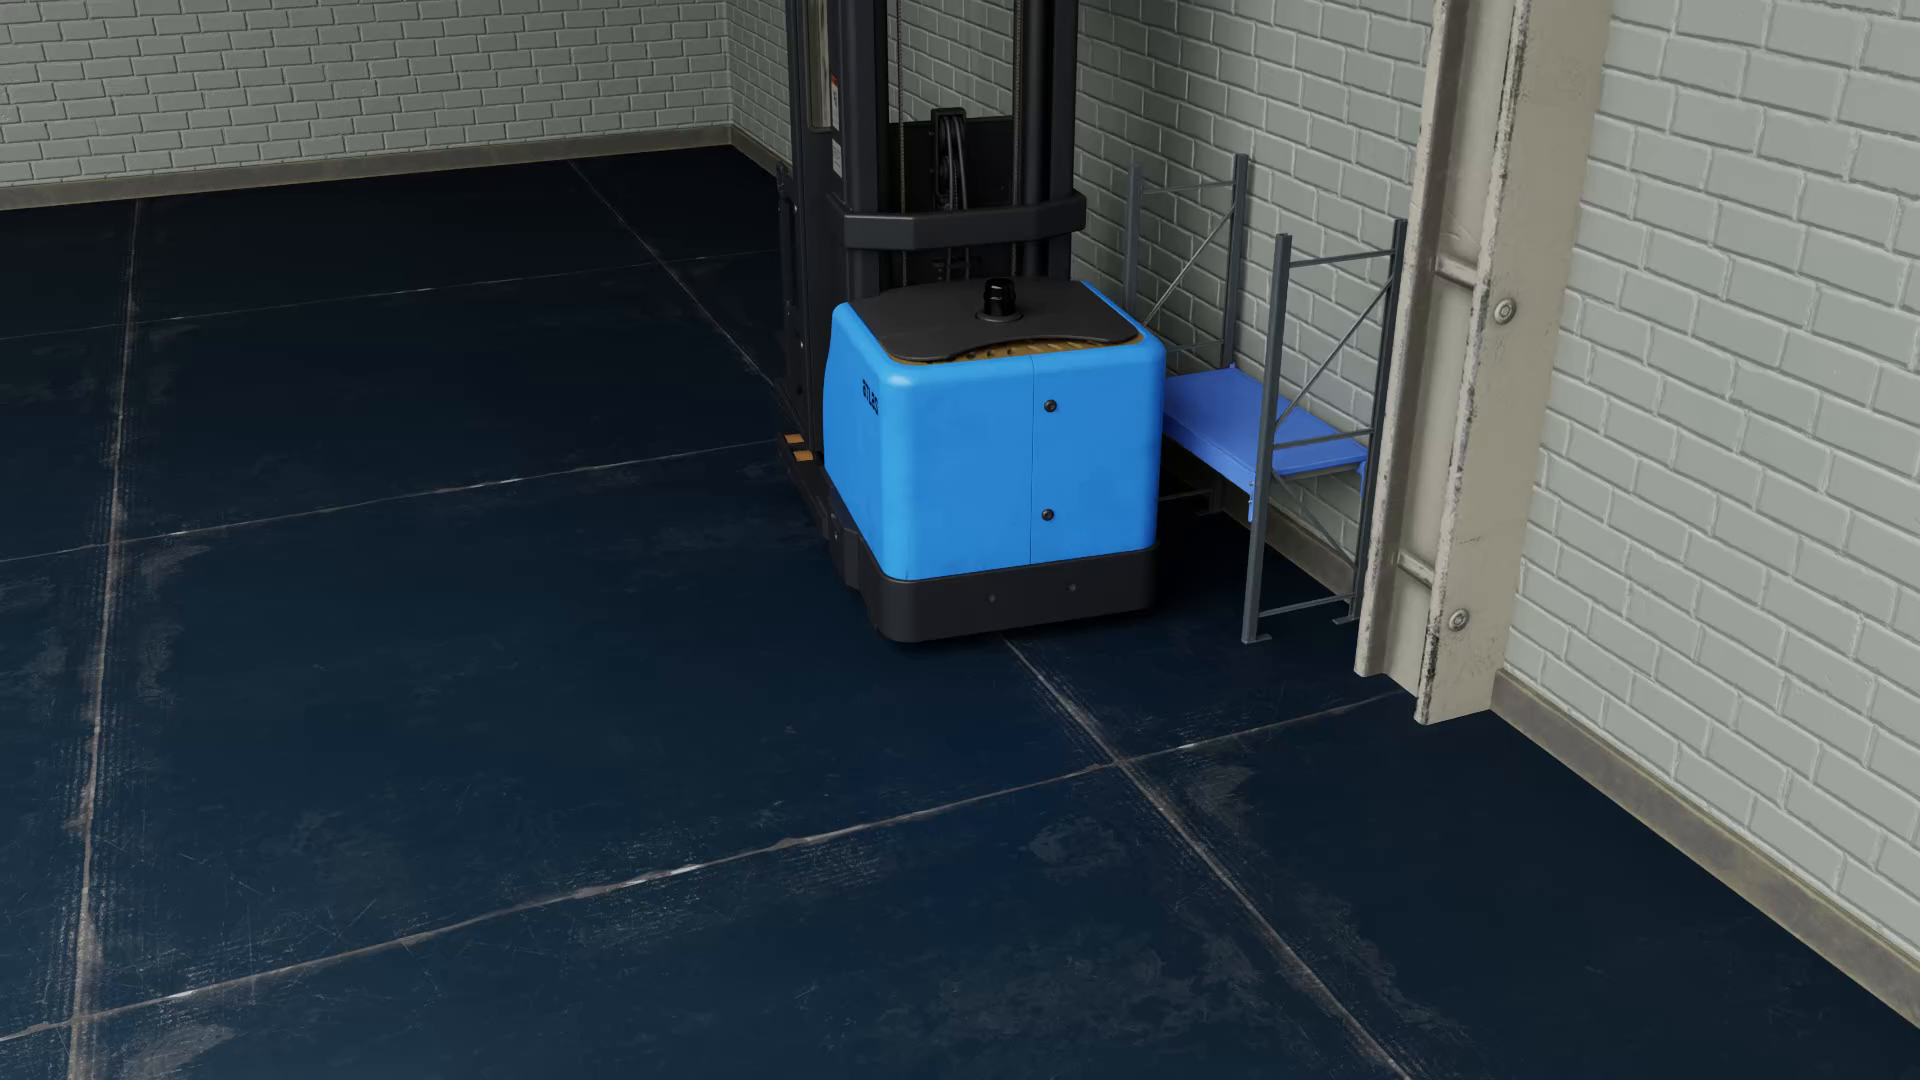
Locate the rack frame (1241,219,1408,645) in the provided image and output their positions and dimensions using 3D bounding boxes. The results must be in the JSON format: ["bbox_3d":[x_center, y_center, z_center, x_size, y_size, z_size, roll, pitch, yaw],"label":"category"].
[{"bbox_3d":[1.252,-0.345,5.747,0.500,1.500,0.032,-10,28,-20],"label":"rack frame"}]

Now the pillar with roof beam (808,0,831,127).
[{"bbox_3d":[-4.717,-5.219,7.183,9.100,9.000,0.400,-11,28,-21],"label":"pillar with roof beam"}]

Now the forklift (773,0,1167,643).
[{"bbox_3d":[-0.179,-1.582,6.649,1.130,2.935,3.031,-7,27,-15],"label":"forklift"}]

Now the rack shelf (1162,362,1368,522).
[{"bbox_3d":[1.057,-0.389,6.248,0.538,0.185,1.000,-10,28,-20],"label":"rack shelf"}]

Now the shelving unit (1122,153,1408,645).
[{"bbox_3d":[1.057,-0.551,6.169,0.538,1.500,1.048,-10,28,-20],"label":"shelving unit"}]

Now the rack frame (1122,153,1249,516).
[{"bbox_3d":[0.863,-0.757,6.591,0.500,1.500,0.032,-10,28,-20],"label":"rack frame"}]

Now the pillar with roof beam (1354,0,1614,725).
[{"bbox_3d":[-2.367,-2.797,2.222,9.100,9.000,0.400,-11,28,-21],"label":"pillar with roof beam"}]
